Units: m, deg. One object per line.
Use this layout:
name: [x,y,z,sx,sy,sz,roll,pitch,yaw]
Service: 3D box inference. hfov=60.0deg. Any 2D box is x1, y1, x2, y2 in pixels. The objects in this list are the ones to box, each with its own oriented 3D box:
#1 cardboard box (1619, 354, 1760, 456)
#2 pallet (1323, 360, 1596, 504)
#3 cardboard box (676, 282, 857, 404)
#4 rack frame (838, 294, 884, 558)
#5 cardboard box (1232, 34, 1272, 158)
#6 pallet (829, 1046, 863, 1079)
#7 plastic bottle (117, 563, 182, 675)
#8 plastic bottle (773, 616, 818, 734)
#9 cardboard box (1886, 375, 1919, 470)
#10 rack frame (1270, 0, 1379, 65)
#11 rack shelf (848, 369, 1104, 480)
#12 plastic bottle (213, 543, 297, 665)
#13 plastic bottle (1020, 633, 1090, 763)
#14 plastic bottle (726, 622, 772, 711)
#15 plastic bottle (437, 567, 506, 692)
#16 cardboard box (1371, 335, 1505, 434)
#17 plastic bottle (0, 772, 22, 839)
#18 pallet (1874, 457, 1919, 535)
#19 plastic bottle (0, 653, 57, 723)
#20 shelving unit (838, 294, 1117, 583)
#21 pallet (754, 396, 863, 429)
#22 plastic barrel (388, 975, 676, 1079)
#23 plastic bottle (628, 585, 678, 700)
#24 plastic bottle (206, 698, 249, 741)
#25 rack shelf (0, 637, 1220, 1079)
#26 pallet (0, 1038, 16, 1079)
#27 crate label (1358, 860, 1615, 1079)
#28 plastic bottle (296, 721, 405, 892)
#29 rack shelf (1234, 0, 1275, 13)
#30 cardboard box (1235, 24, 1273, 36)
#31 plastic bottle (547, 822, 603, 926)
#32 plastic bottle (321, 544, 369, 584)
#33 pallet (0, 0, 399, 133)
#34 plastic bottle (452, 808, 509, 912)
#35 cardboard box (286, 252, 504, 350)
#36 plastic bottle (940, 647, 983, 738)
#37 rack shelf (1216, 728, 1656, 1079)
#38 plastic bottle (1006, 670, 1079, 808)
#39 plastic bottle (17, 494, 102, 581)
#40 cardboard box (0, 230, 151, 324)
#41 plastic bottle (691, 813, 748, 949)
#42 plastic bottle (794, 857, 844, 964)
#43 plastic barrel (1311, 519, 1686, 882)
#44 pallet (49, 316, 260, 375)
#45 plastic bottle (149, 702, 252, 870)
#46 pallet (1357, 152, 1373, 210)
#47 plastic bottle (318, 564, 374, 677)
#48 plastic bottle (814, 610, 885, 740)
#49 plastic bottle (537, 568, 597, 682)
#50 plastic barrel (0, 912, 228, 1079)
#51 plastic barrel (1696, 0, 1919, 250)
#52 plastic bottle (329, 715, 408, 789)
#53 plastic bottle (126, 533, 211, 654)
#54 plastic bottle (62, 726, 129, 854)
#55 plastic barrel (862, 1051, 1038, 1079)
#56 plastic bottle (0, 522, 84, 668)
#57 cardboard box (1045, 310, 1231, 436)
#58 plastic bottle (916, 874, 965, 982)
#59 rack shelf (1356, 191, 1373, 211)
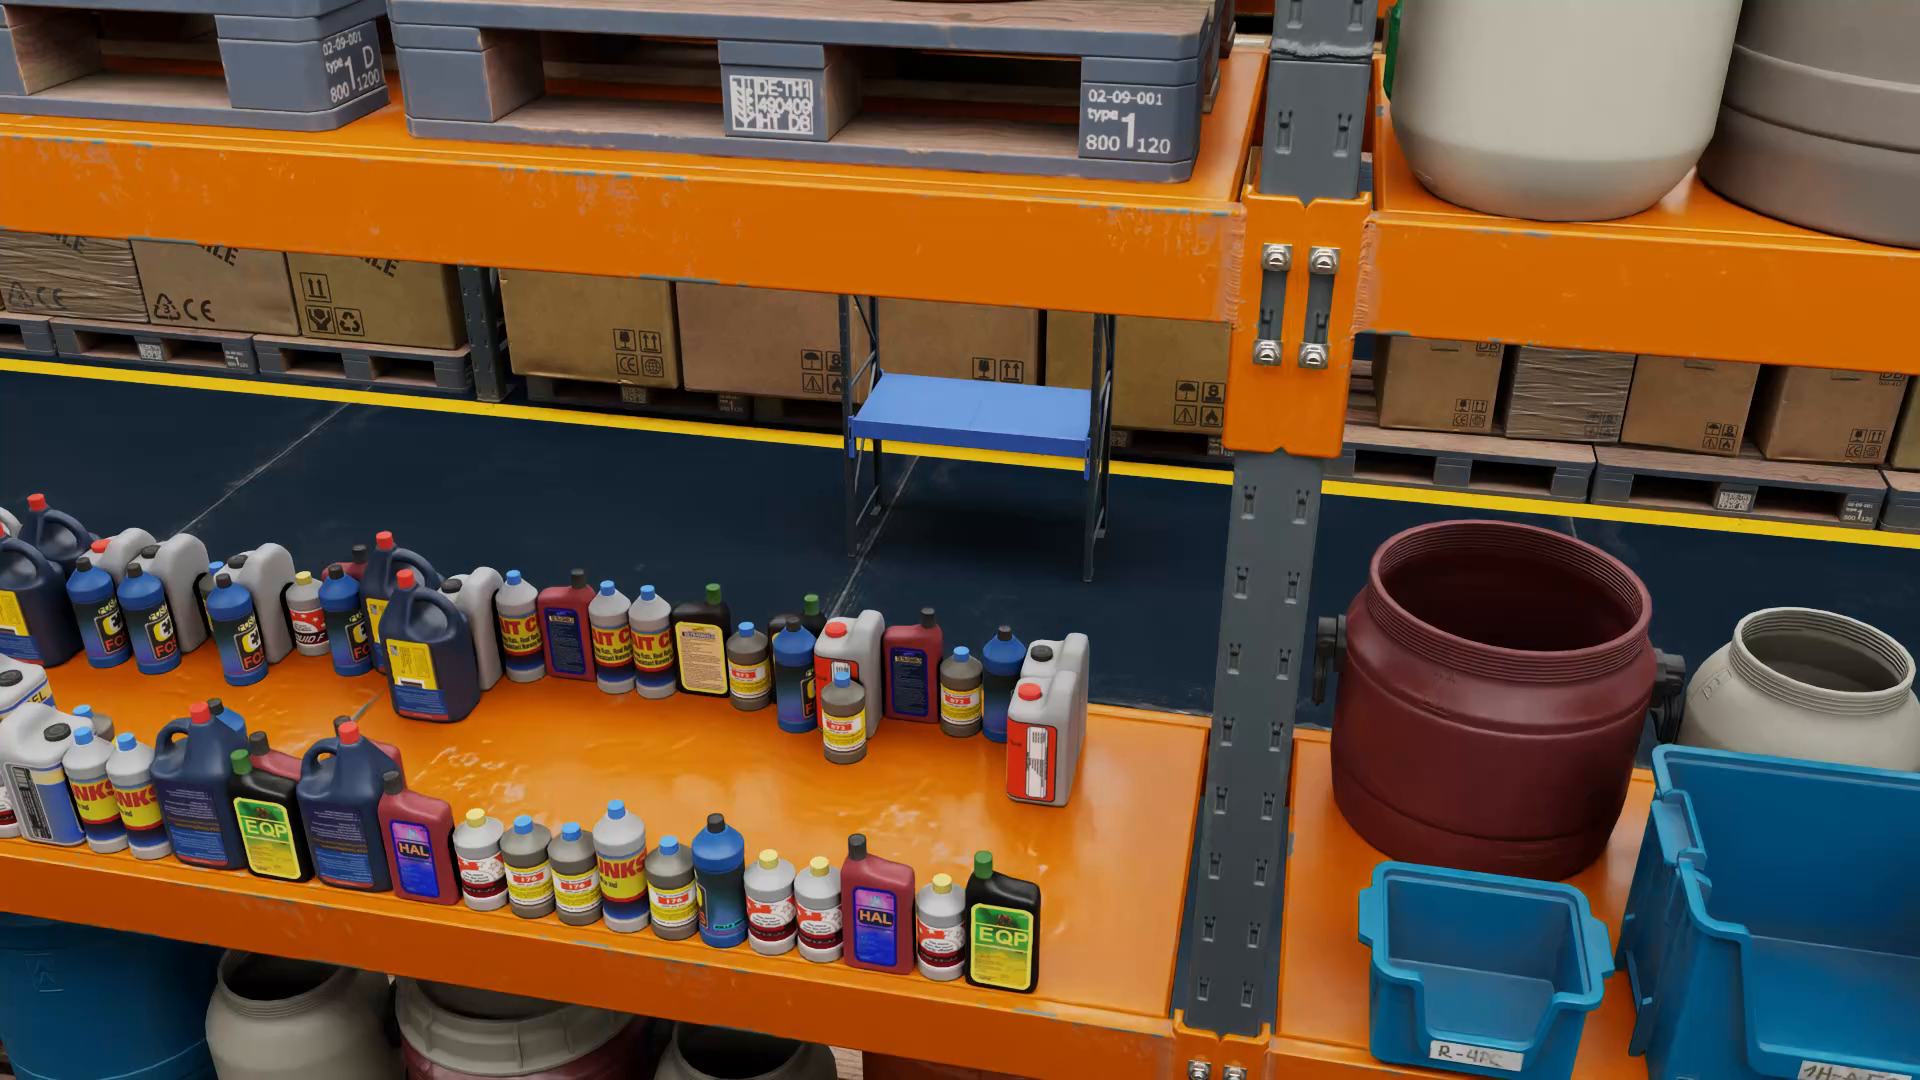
cardboard box: [3.356,-0.786,7.708,0.500,0.500,0.700,8,30,15]
pallet: [2.360,-0.549,8.032,1.213,0.211,1.003,6,29,11]
cardboard box: [-0.812,-1.360,8.386,0.875,0.875,1.225,5,29,9]
rack frame: [-0.414,-0.700,6.967,0.032,1.500,0.500,6,29,11]
cardboard box: [1.177,-2.071,7.806,0.500,0.500,0.500,7,29,12]
pallet: [-0.218,1.639,4.037,1.213,0.211,1.003,6,29,11]
plastic bottle: [-1.923,0.179,3.933,0.097,0.271,0.097,0,29,0]
plastic bottle: [-0.367,0.294,3.723,0.097,0.271,0.097,0,29,0]
cardboard box: [4.449,-0.675,7.504,0.500,0.500,0.700,6,29,10]
rack frame: [0.562,-2.156,1.818,0.127,3.000,1.000,6,29,11]
rack shelf: [0.083,-0.492,6.961,1.000,0.185,0.538,6,29,11]
plastic bottle: [-1.688,0.140,4.000,0.135,0.276,0.152,6,29,11]
plastic bottle: [0.206,0.334,3.645,0.135,0.276,0.152,6,29,11]
plastic bottle: [-0.485,0.283,3.817,0.097,0.201,0.097,0,29,0]
plastic bottle: [-1.150,0.195,3.899,0.135,0.276,0.152,6,29,11]
cardboard box: [2.255,-0.890,7.896,0.500,0.500,0.700,4,29,8]
plastic bottle: [-1.964,0.504,3.413,0.097,0.201,0.097,0,29,0]
pallet: [4.746,-0.304,7.586,1.213,0.211,1.003,6,29,11]
plastic bottle: [-2.040,0.375,3.570,0.135,0.276,0.152,6,29,11]
shelving unit: [0.083,-0.649,6.874,1.048,1.500,0.538,6,29,11]
pallet: [-0.349,-0.866,8.611,1.213,0.211,1.003,6,29,11]
plastic barrel: [-1.025,1.194,4.019,0.708,0.588,0.600,6,29,11]
plastic bottle: [-0.710,0.229,3.842,0.097,0.271,0.097,0,29,0]
plastic bottle: [-1.517,0.448,3.442,0.097,0.271,0.097,0,29,0]
rack shelf: [-1.394,0.590,3.798,4.000,0.370,1.077,6,29,11]
pallet: [-2.604,1.394,4.484,1.213,0.211,1.003,6,29,11]
crate label: [0.895,0.767,2.900,0.416,0.233,0.303,6,29,11]
plastic bottle: [-1.188,0.506,3.253,0.185,0.351,0.144,6,29,11]
rack shelf: [0.775,-4.055,12.283,4.000,0.370,1.077,6,29,11]
cardboard box: [2.007,-3.532,11.963,0.500,0.250,0.500,5,29,9]
plastic bottle: [-0.734,0.630,3.183,0.097,0.201,0.097,0,29,0]
plastic bottle: [-1.453,0.139,3.995,0.133,0.283,0.061,6,29,11]
pallet: [-1.453,-1.014,3.051,1.213,0.211,1.003,6,29,11]
plastic bottle: [-0.924,0.610,3.218,0.097,0.201,0.097,0,29,0]
cardboard box: [-2.945,-1.608,8.839,0.875,0.875,0.875,6,29,11]
plastic bottle: [0.003,0.333,3.725,0.097,0.201,0.097,0,29,0]
rack shelf: [2.518,0.991,3.065,4.000,0.370,1.077,6,29,11]
plastic bottle: [0.174,0.406,3.514,0.135,0.276,0.152,6,29,11]
plastic bottle: [-2.202,0.053,4.082,0.185,0.351,0.144,6,29,11]
cardboard box: [-4.695,-1.788,9.167,0.875,0.875,0.875,6,29,11]
plastic bottle: [-0.448,0.629,3.112,0.097,0.271,0.097,0,29,0]
plastic bottle: [-0.258,0.679,3.093,0.097,0.201,0.097,0,29,0]
plastic barrel: [1.079,0.320,3.401,0.708,0.536,0.600,6,29,11]
pallet: [-4.240,-1.263,9.338,1.213,0.211,1.003,6,29,11]
plastic bottle: [-1.499,0.474,3.311,0.185,0.351,0.144,6,29,11]
pallet: [2.315,-1.745,7.514,1.003,0.211,1.213,6,29,11]
plastic bottle: [-1.452,0.183,3.926,0.097,0.271,0.097,0,29,0]
plastic bottle: [-0.247,0.288,3.730,0.135,0.276,0.152,6,29,11]
plastic bottle: [-0.915,0.194,3.894,0.133,0.283,0.061,6,29,11]
plastic barrel: [-2.129,0.944,4.150,0.708,0.901,0.600,6,29,11]
plastic barrel: [1.319,-0.876,2.081,0.600,0.901,0.600,0,29,0]
plastic bottle: [-1.192,0.485,3.362,0.133,0.283,0.061,6,29,11]
plastic bottle: [-1.915,0.117,4.042,0.135,0.276,0.152,6,29,11]
plastic bottle: [-1.737,0.496,3.354,0.097,0.271,0.097,0,29,0]
plastic barrel: [0.080,1.202,3.754,0.708,0.830,0.600,6,29,11]
plastic bottle: [-2.232,0.120,3.958,0.185,0.351,0.144,6,29,11]
cardboard box: [0.925,-1.182,8.061,0.875,0.875,1.225,5,29,8]
plastic bottle: [-0.032,0.702,3.051,0.097,0.201,0.097,0,29,0]
rack shelf: [3.552,-1.335,7.314,4.000,0.370,1.077,6,29,11]
